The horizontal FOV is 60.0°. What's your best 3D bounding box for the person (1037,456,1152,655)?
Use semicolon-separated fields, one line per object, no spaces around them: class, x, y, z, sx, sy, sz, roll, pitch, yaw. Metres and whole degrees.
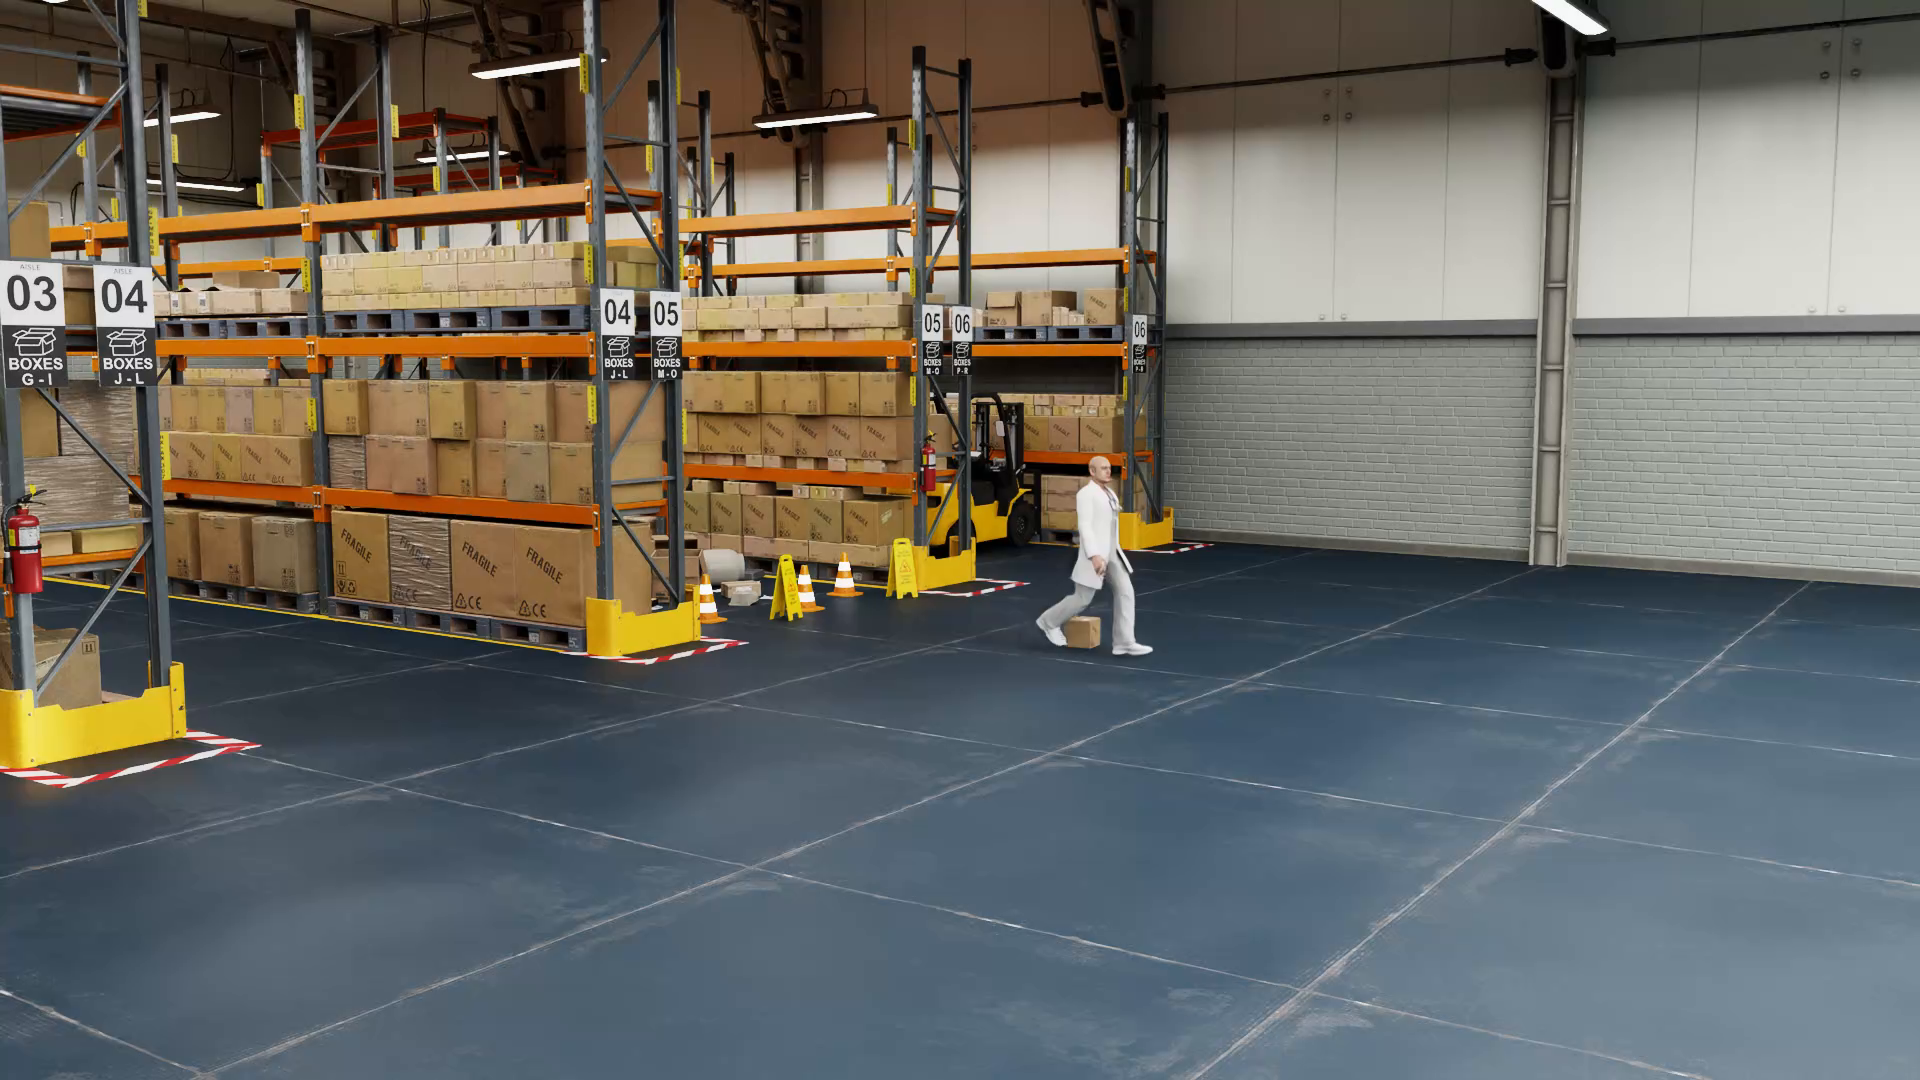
person;1.173;0.128;14.572;1.096;1.732;0.619;5;8;39
